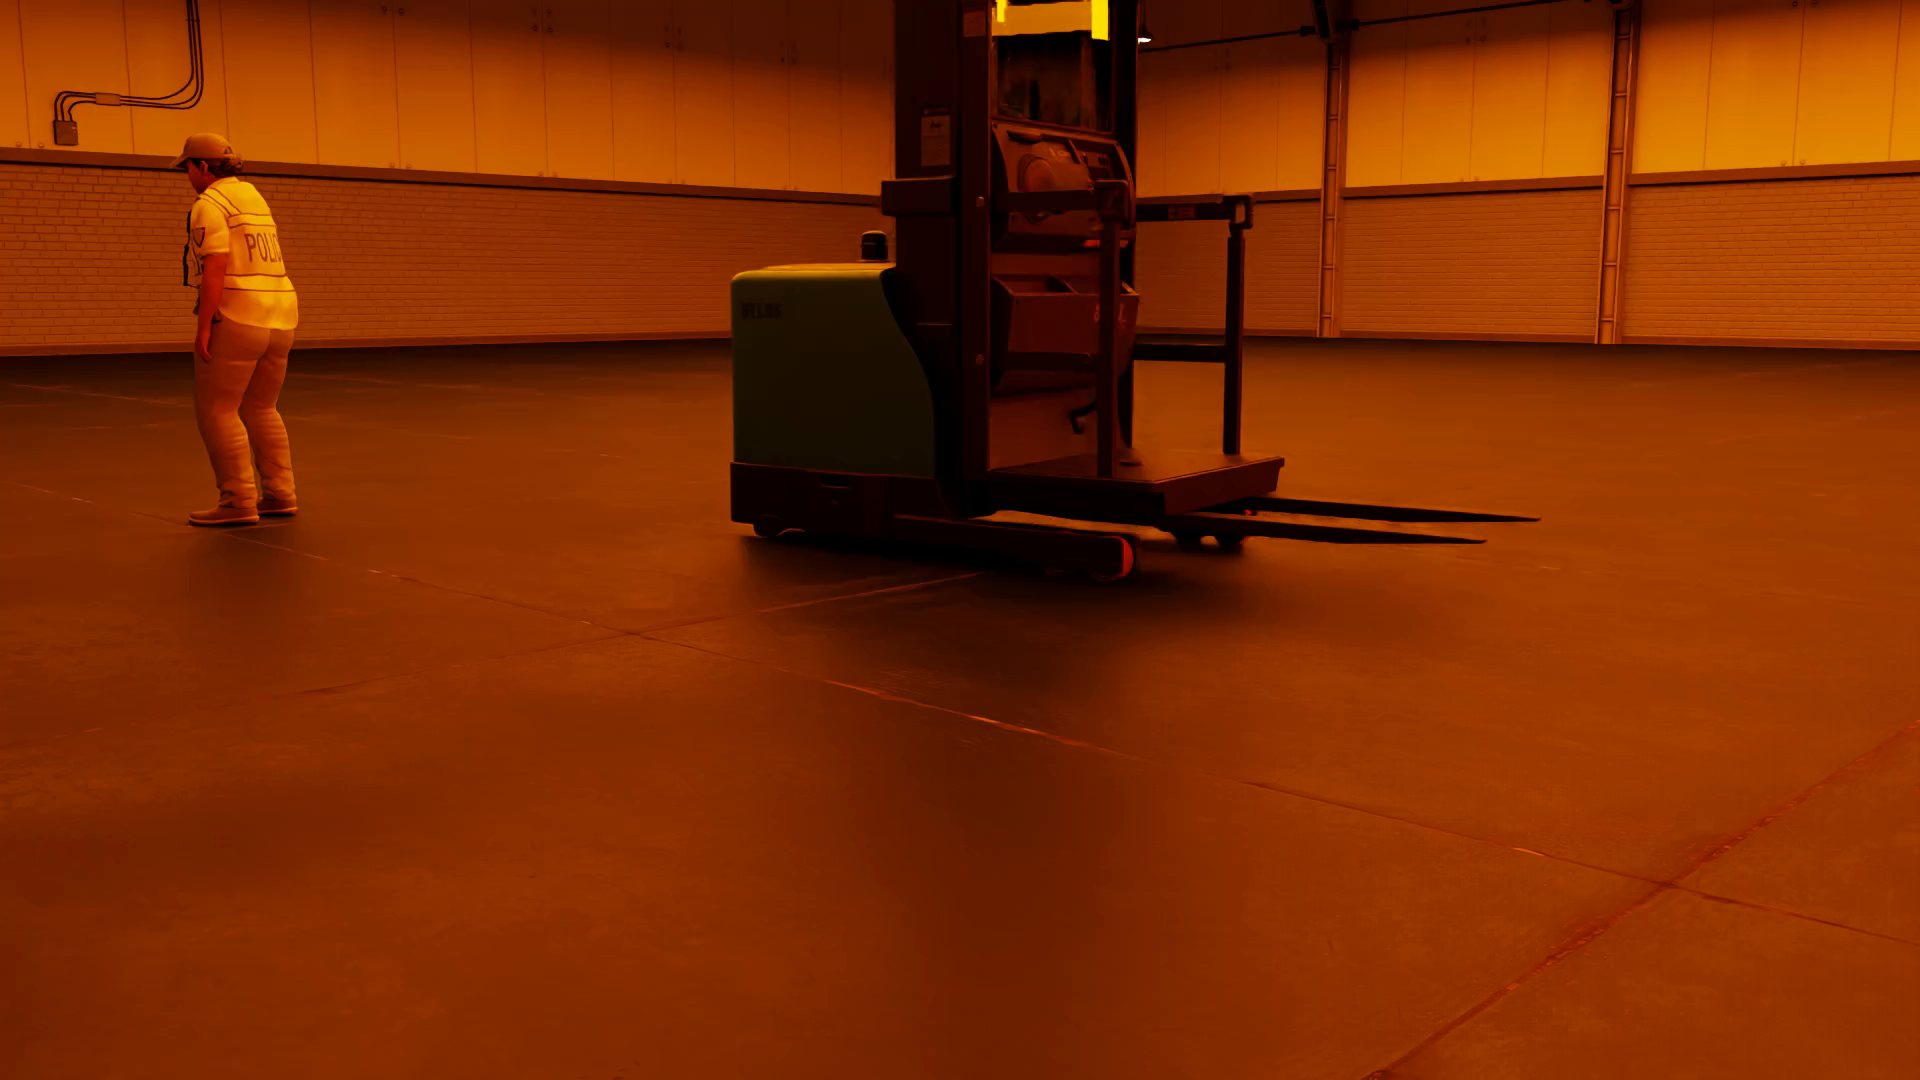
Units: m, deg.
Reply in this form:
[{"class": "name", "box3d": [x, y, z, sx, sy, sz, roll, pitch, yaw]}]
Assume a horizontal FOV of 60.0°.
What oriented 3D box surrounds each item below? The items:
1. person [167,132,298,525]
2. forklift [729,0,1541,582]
[{"class": "person", "box3d": [-3.135, -0.912, 7.194, 0.469, 1.665, 0.542, 2, 9, 10]}, {"class": "forklift", "box3d": [0.569, -1.393, 6.126, 3.031, 2.935, 1.130, 6, 10, 34]}]
